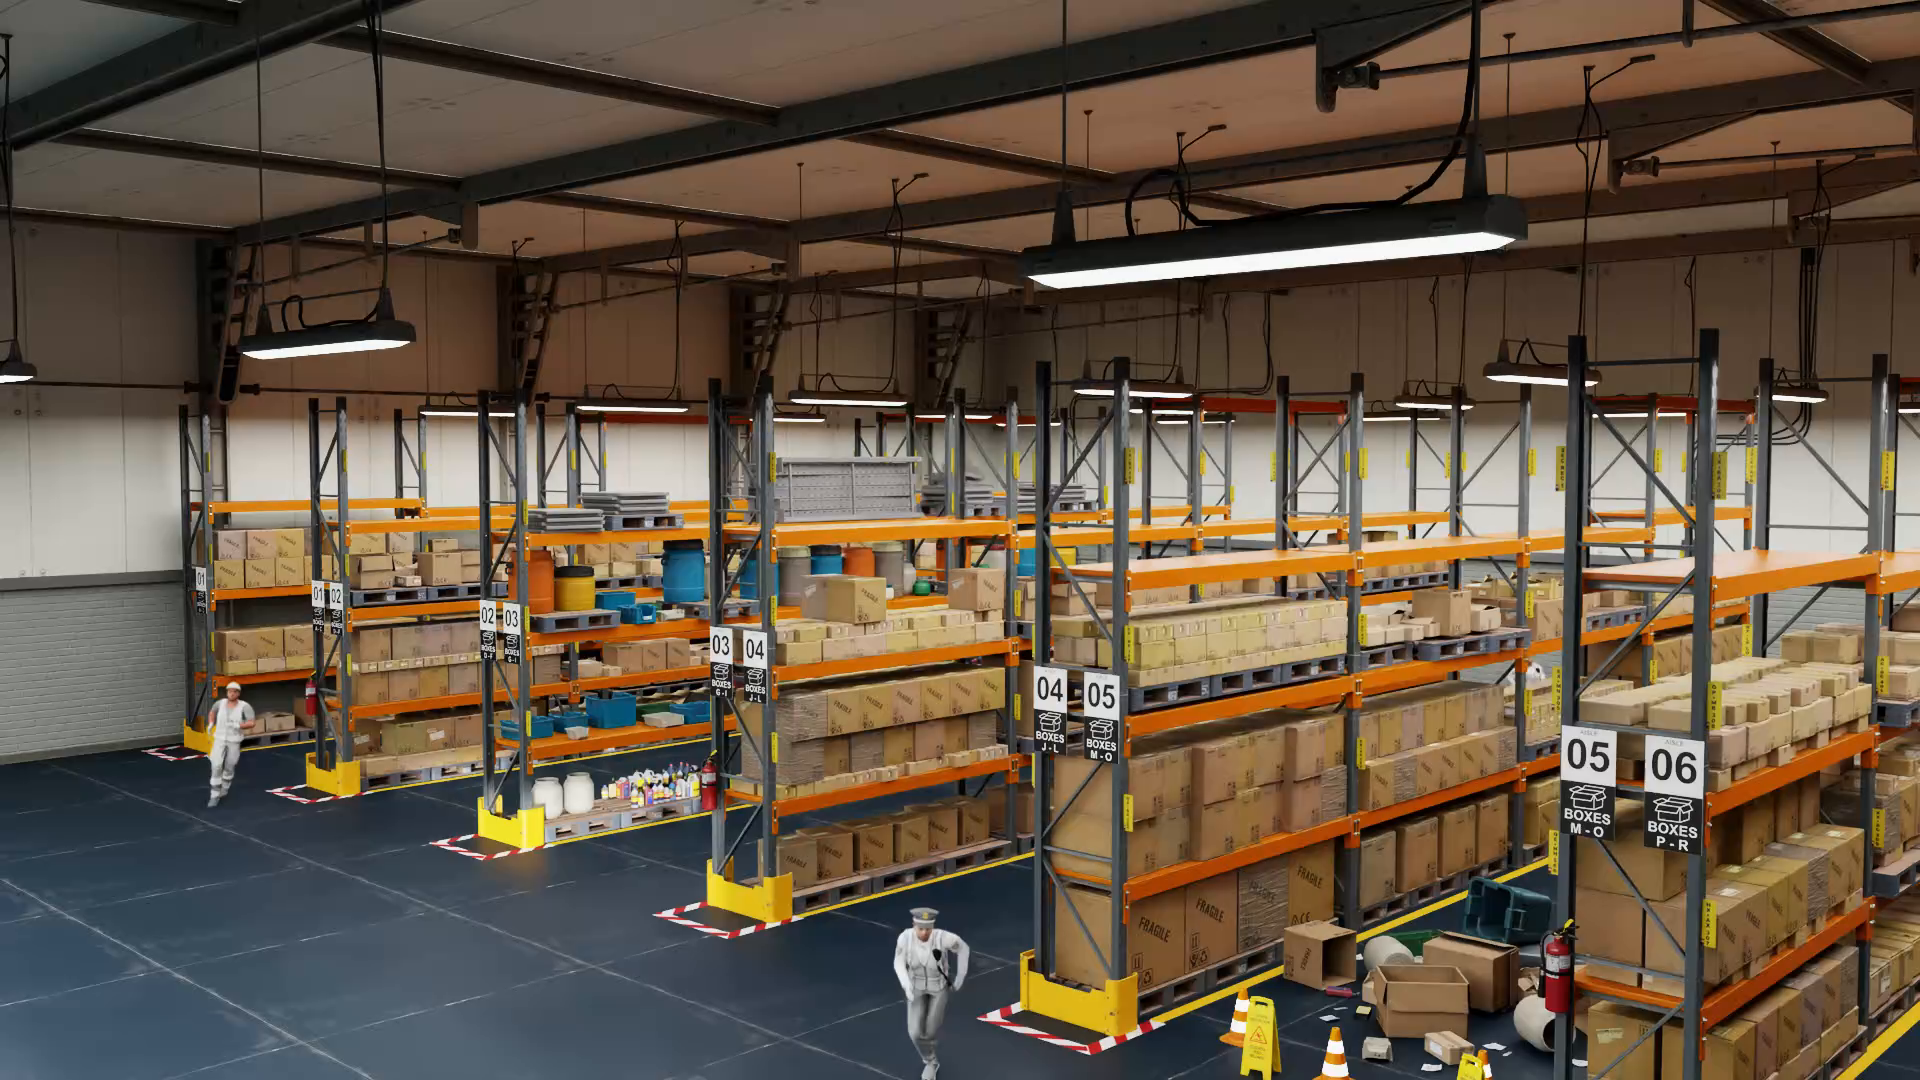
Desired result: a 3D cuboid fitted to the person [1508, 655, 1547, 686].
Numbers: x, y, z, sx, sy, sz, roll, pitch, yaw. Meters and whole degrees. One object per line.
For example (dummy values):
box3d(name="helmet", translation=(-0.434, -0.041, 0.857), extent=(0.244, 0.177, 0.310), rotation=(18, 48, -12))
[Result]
box3d(name="person", translation=(10.158, 2.782, 29.632), extent=(0.618, 1.708, 0.668), rotation=(-1, 3, -14))

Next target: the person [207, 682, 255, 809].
box3d(name="person", translation=(-10.760, 2.991, 24.586), extent=(0.671, 1.811, 0.862), rotation=(-1, 3, -15))

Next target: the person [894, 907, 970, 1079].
box3d(name="person", translation=(-0.226, 3.705, 13.692), extent=(0.617, 1.519, 0.823), rotation=(0, 3, 6))
